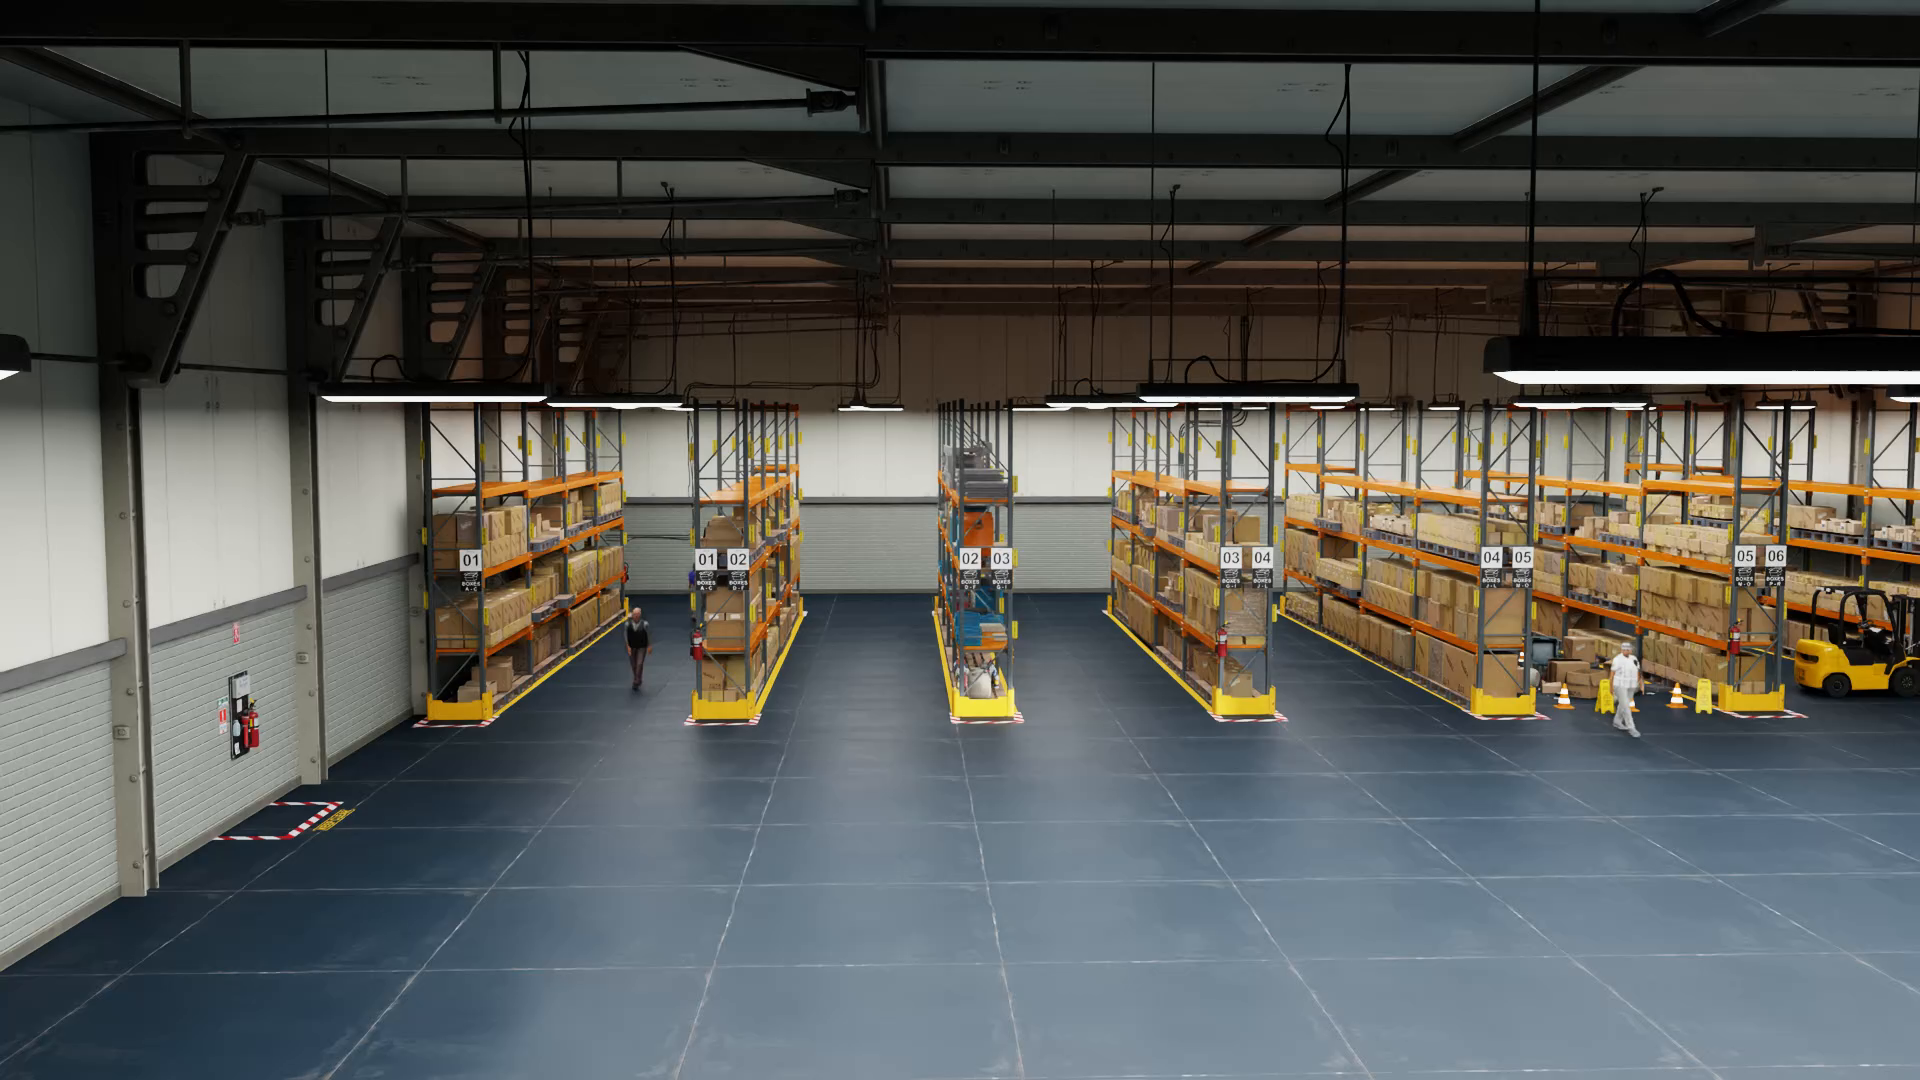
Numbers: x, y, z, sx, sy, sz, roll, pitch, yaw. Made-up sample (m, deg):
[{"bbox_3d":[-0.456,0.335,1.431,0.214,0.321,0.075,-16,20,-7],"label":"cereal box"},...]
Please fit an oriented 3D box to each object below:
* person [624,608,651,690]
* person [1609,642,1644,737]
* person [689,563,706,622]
[{"bbox_3d":[-6.730,2.337,34.668,0.532,1.473,0.821,0,4,3],"label":"person"},{"bbox_3d":[11.949,2.631,29.756,0.508,1.628,0.895,-1,4,-14],"label":"person"},{"bbox_3d":[-7.262,1.439,45.544,0.492,1.658,0.459,4,6,40],"label":"person"}]
